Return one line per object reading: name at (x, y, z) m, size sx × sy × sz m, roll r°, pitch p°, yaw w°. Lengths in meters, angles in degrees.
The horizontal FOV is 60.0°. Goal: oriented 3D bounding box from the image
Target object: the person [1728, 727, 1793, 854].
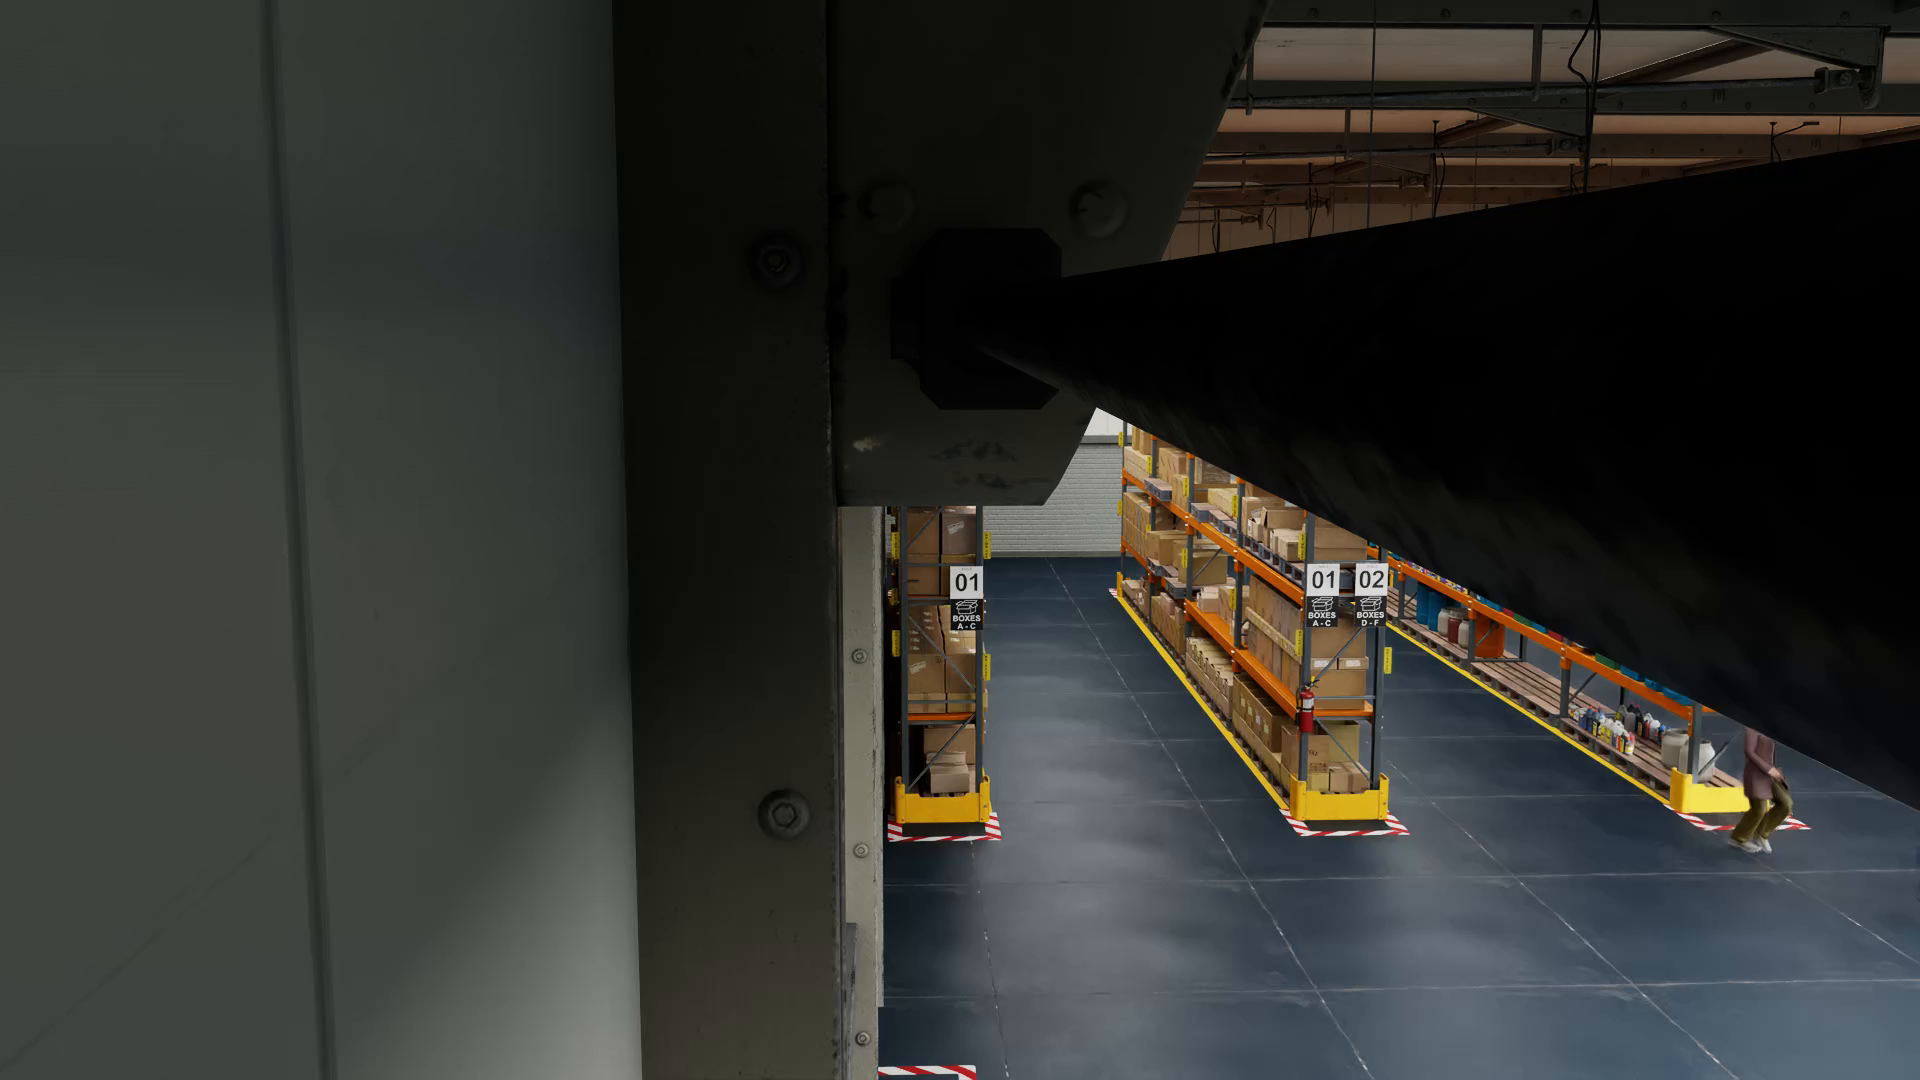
person at (9.388, 2.772, 19.403) m, size 0.768 × 1.742 × 0.624 m, roll -7°, pitch 11°, yaw -42°
